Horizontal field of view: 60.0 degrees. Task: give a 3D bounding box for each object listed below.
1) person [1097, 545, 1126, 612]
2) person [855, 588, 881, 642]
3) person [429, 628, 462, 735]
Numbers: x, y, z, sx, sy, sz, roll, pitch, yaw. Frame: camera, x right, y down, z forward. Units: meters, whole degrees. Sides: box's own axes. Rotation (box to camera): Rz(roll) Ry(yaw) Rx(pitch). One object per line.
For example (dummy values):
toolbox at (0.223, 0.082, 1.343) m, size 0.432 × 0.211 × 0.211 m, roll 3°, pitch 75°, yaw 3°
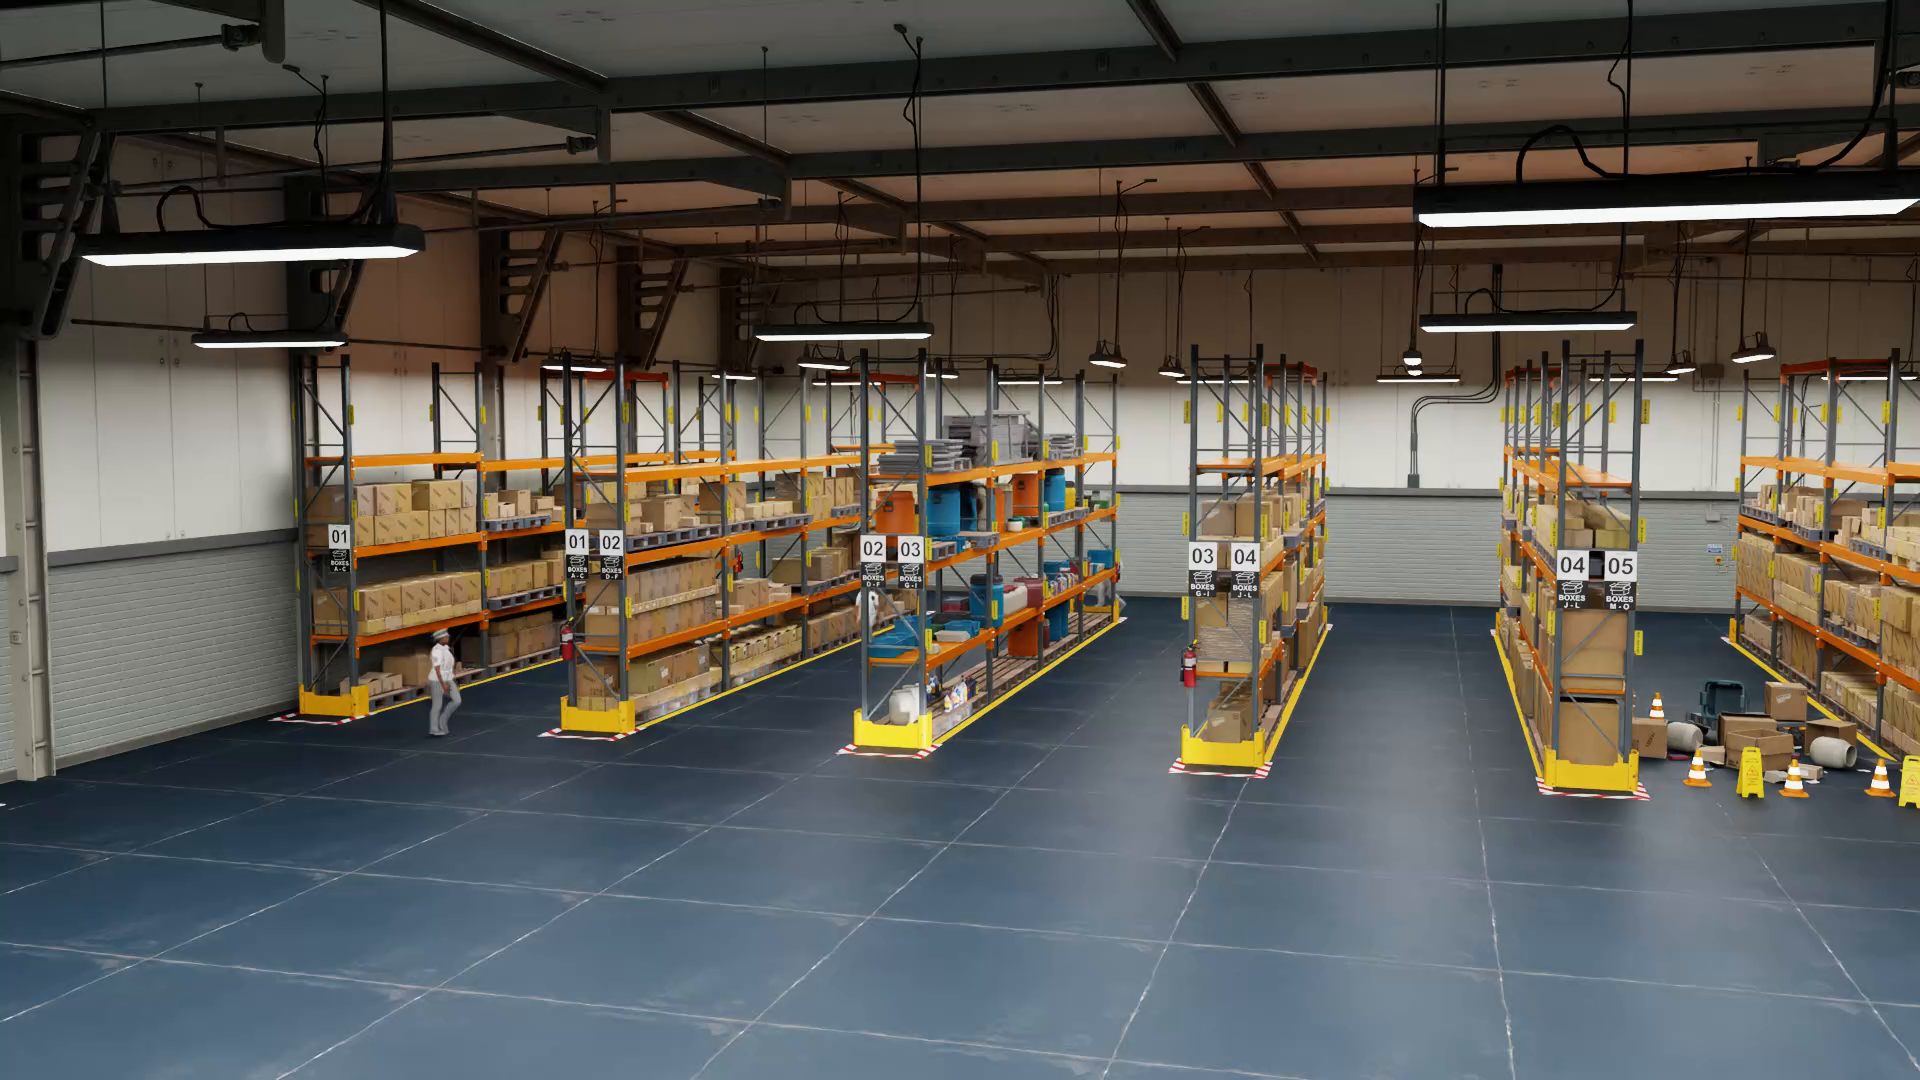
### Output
person at (3.733, 0.994, 41.841) m, size 0.928 × 1.767 × 0.679 m, roll -2°, pitch 5°, yaw -28°
person at (-1.902, 1.605, 34.214) m, size 0.488 × 1.569 × 1.008 m, roll 1°, pitch 4°, yaw 14°
person at (-8.051, 2.210, 25.913) m, size 0.493 × 1.694 × 0.444 m, roll 2°, pitch 5°, yaw 26°
